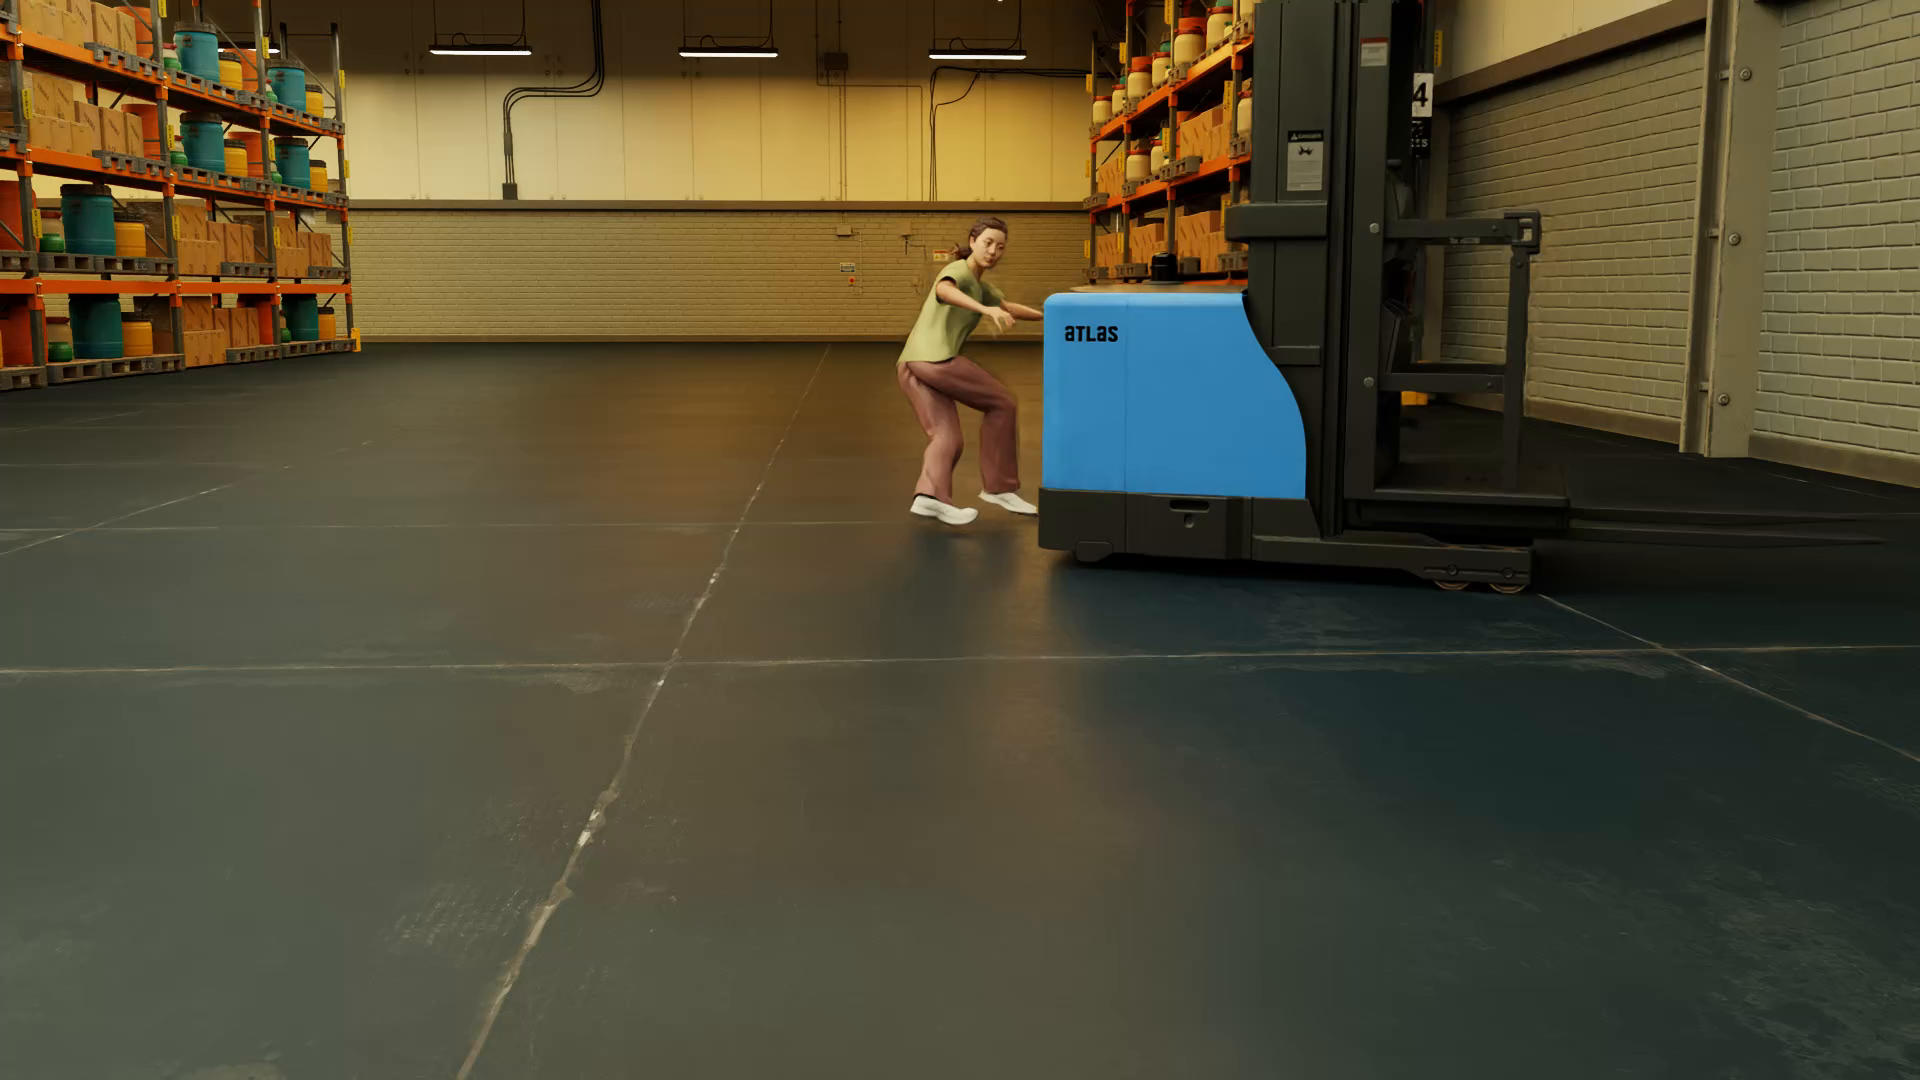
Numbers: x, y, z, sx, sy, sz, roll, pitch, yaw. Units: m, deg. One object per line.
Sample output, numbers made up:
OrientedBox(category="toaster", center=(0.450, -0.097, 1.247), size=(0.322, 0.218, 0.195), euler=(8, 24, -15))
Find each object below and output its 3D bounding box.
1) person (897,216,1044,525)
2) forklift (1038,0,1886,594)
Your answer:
OrientedBox(category="person", center=(0.140, -0.798, 7.853), size=(0.960, 1.448, 0.866), euler=(-3, 9, -17))
OrientedBox(category="forklift", center=(1.887, -1.343, 6.377), size=(3.031, 2.935, 1.130), euler=(3, 9, 19))
